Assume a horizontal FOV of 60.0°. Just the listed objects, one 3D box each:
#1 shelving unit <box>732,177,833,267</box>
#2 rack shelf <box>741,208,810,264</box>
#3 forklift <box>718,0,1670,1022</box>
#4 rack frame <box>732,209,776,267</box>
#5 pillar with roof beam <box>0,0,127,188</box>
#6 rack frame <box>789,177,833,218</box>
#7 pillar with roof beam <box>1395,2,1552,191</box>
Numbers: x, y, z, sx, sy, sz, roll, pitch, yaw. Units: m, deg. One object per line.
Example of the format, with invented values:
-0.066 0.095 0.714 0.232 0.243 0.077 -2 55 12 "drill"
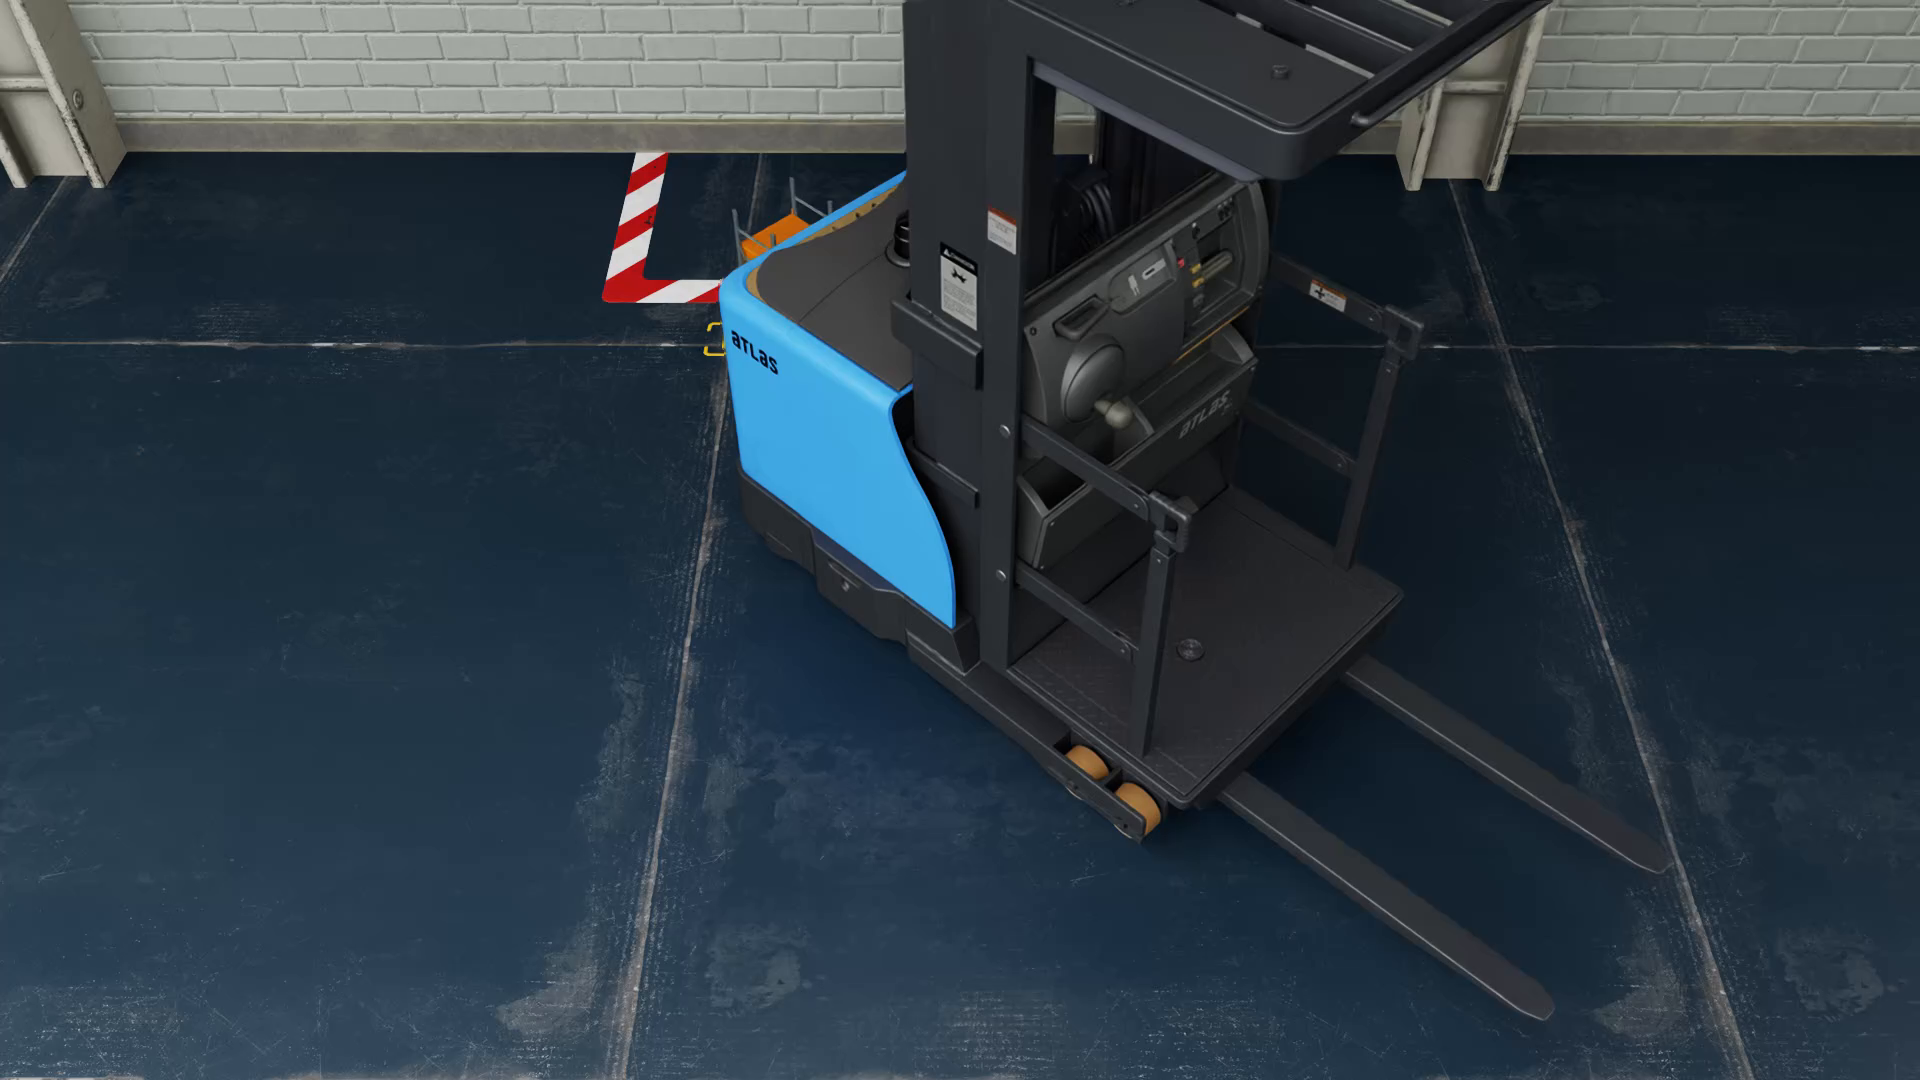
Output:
-0.566 -0.710 5.693 0.215 1.050 0.252 35 56 28 "shelving unit"
-0.566 -0.896 5.494 0.215 0.259 0.240 35 56 28 "rack shelf"
0.657 -0.551 4.261 3.031 2.935 1.130 35 56 28 "forklift"
-0.651 -0.646 5.634 0.200 1.050 0.008 35 56 28 "rack frame"
-3.896 -1.546 1.042 0.400 9.000 9.100 0 47 0 "pillar with roof beam"
-0.481 -0.774 5.753 0.200 1.050 0.008 35 56 28 "rack frame"
2.104 -1.530 1.026 0.400 9.000 9.100 0 47 0 "pillar with roof beam"
